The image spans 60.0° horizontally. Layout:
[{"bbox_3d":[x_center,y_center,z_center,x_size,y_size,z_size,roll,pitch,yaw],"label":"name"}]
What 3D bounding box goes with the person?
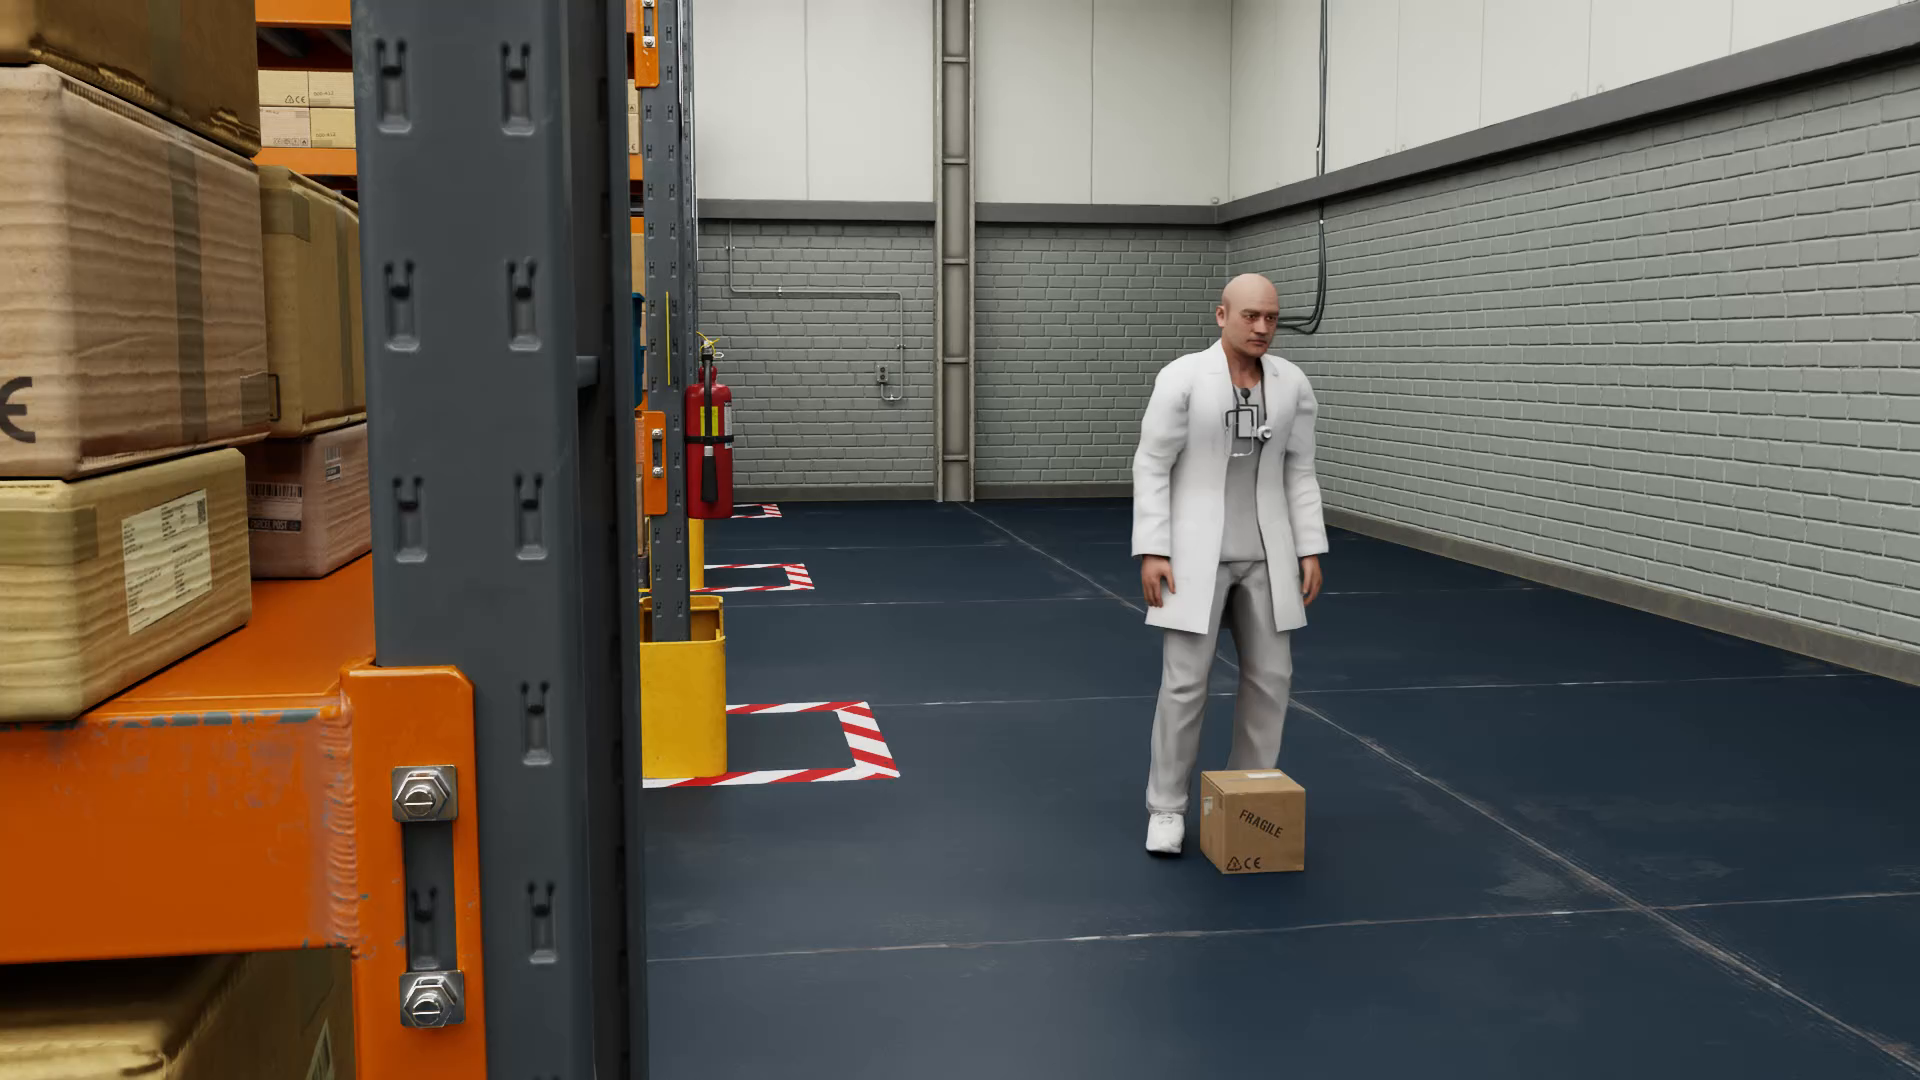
[{"bbox_3d":[0.848,0.065,5.196,0.647,1.772,0.429,-1,6,-12],"label":"person"}]
